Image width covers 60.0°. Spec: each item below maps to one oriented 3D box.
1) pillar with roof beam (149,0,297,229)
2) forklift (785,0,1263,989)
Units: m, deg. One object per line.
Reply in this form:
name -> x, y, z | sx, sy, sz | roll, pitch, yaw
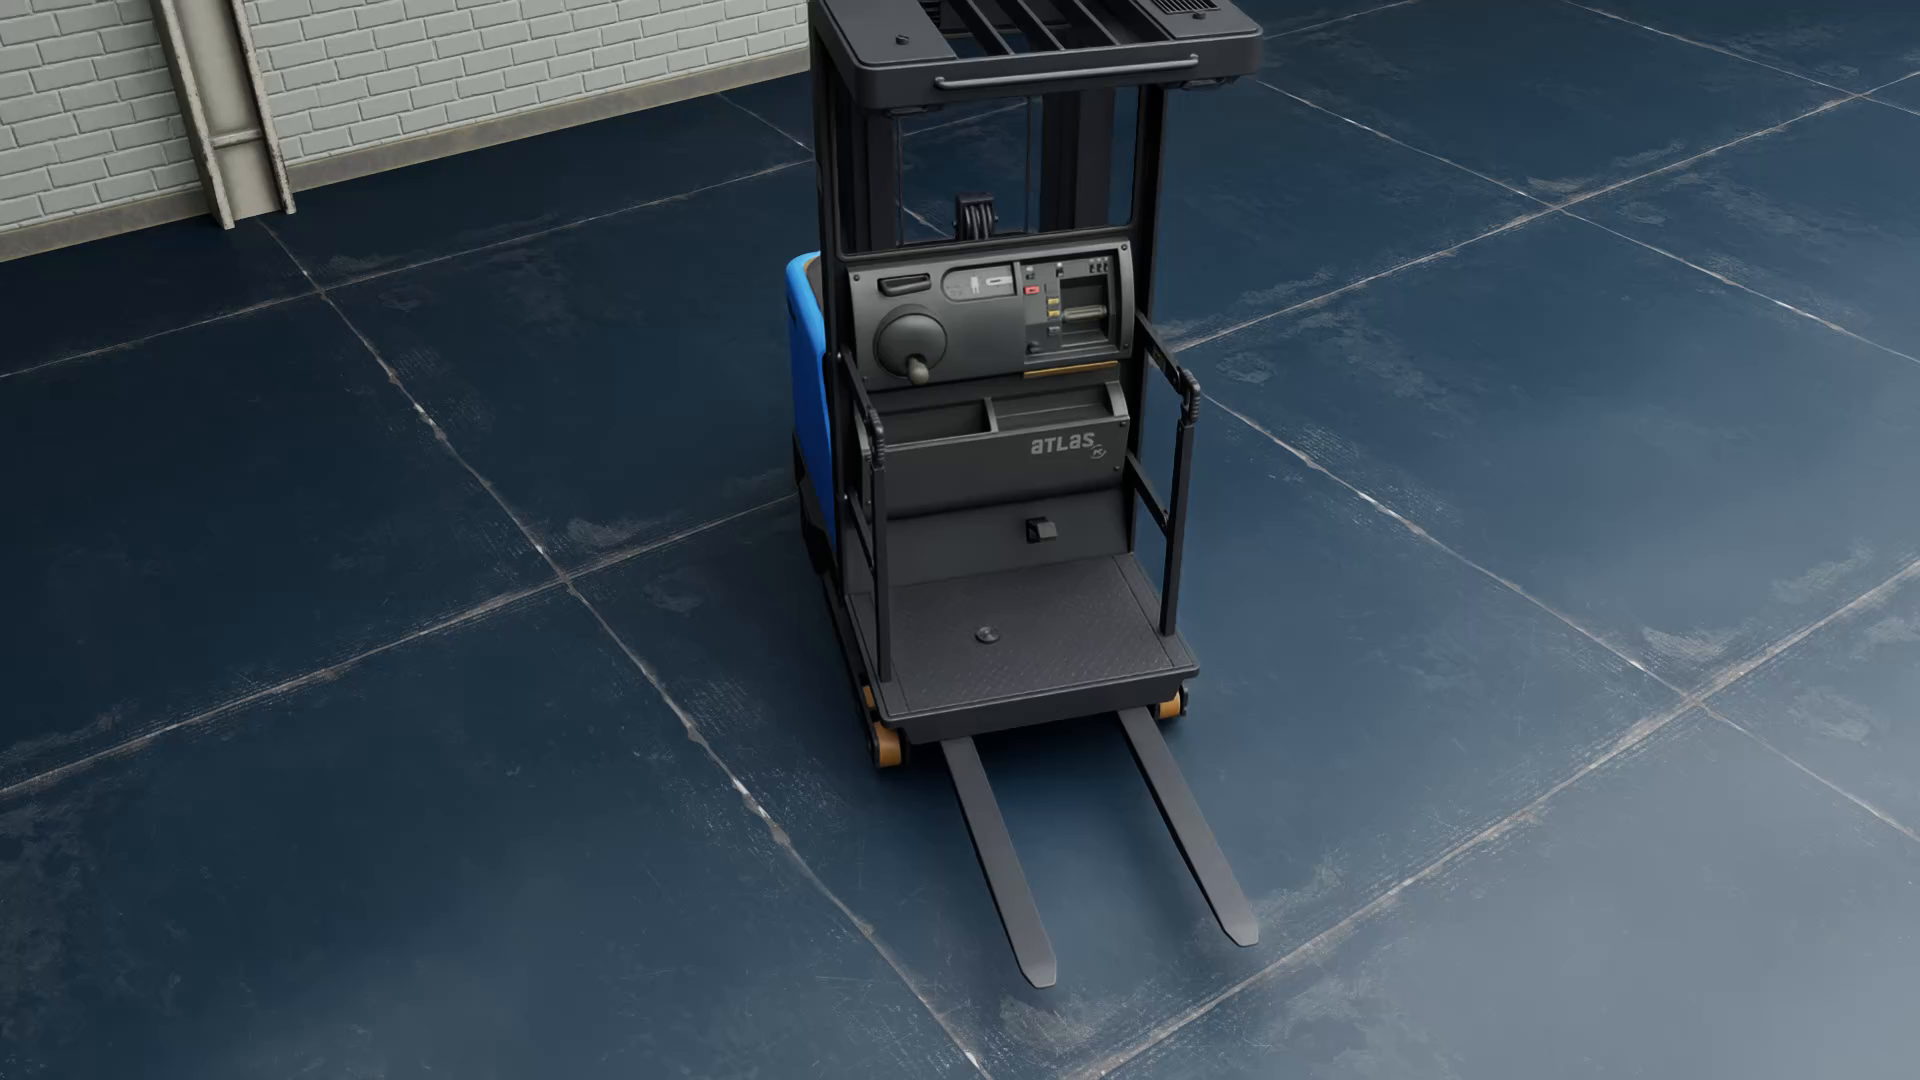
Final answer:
pillar with roof beam -> -1.479, -3.439, 3.825 | 0.400, 9.000, 9.100 | -22, 41, -28
forklift -> 0.164, -0.664, 5.163 | 1.130, 2.935, 3.031 | -8, 37, -11
